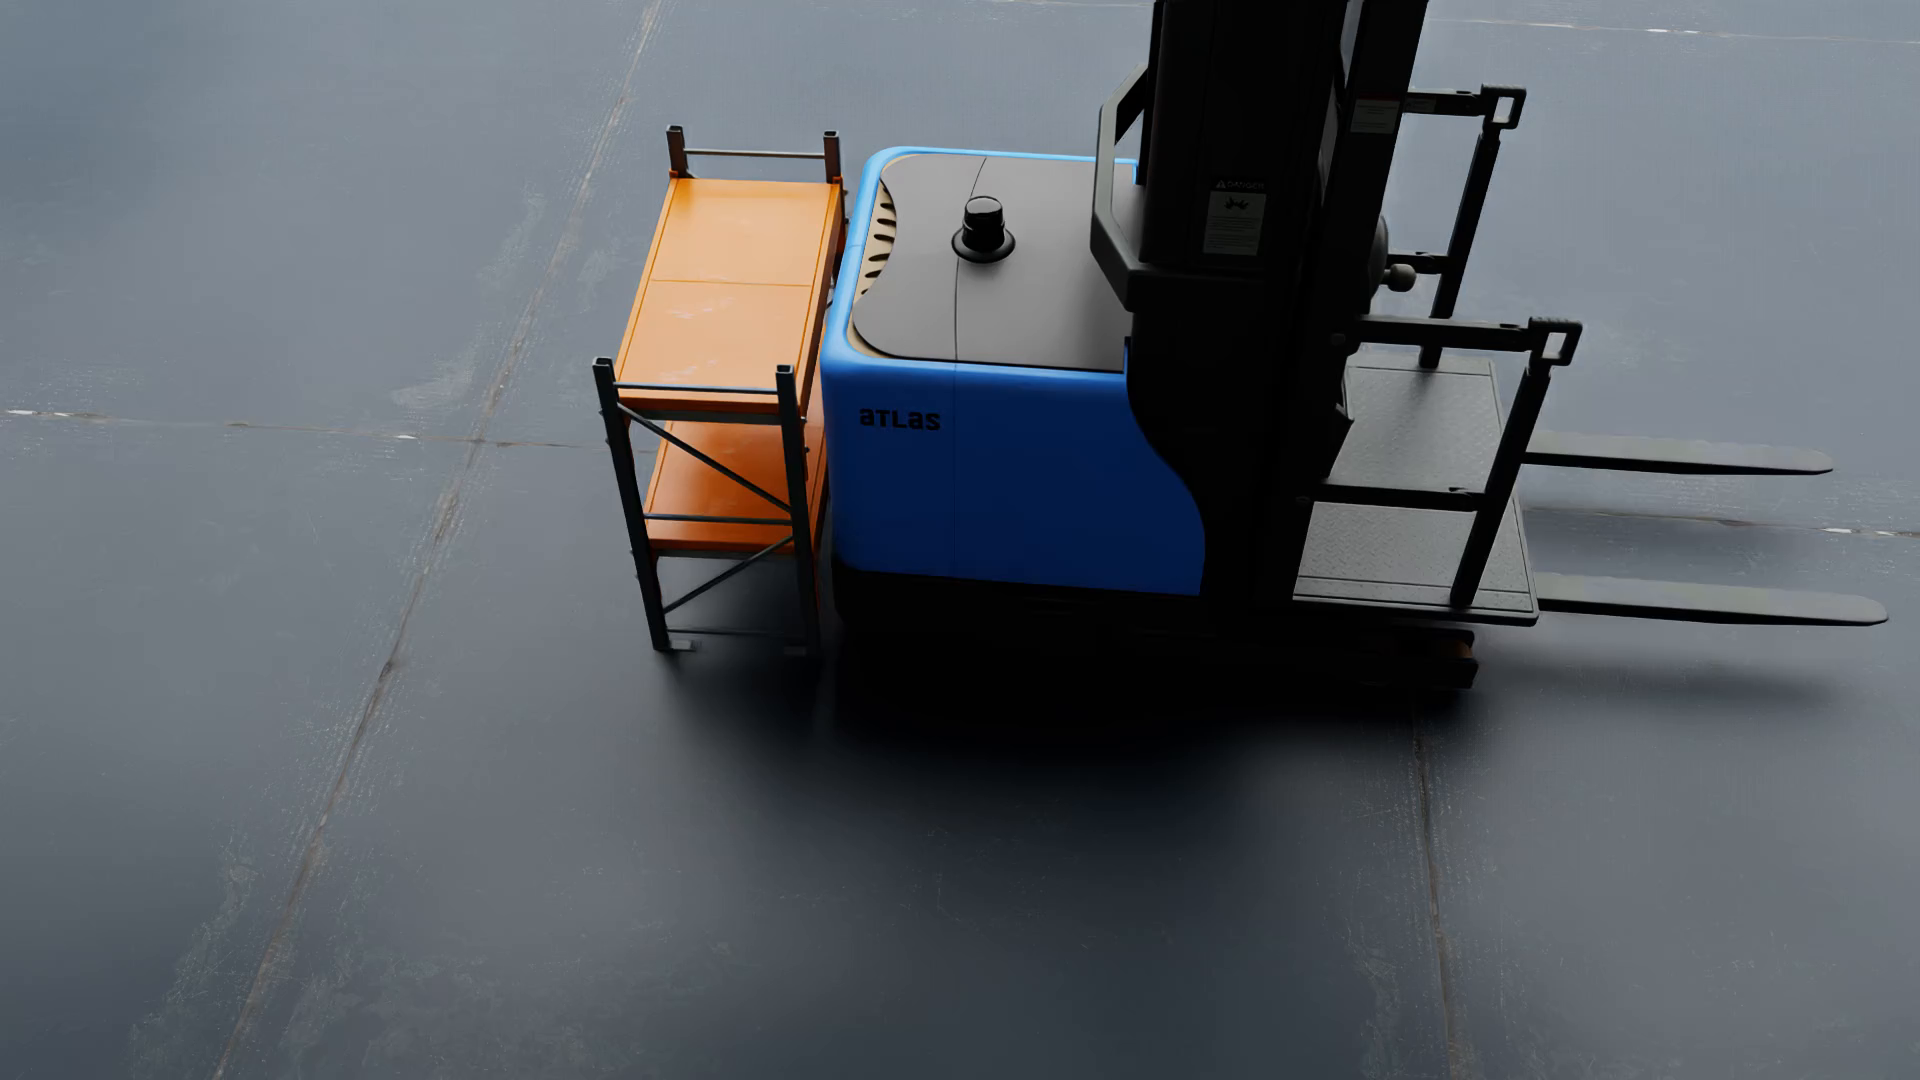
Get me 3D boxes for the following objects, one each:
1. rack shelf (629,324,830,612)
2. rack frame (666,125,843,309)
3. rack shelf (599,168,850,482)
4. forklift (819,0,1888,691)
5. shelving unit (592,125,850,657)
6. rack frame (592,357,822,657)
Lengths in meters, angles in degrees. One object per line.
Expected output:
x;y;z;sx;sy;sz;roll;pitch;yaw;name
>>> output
-0.631;-0.264;5.060;0.538;0.278;1.000;3;48;2;rack shelf
-0.600;-0.803;5.222;0.500;1.125;0.032;3;48;2;rack frame
-0.631;-0.626;4.664;0.538;0.278;1.000;3;48;2;rack shelf
1.173;-0.963;4.145;3.031;2.935;1.130;4;48;4;forklift
-0.631;-0.429;4.880;0.538;1.125;1.048;3;48;2;shelving unit
-0.662;-0.054;4.537;0.500;1.125;0.032;3;48;2;rack frame
